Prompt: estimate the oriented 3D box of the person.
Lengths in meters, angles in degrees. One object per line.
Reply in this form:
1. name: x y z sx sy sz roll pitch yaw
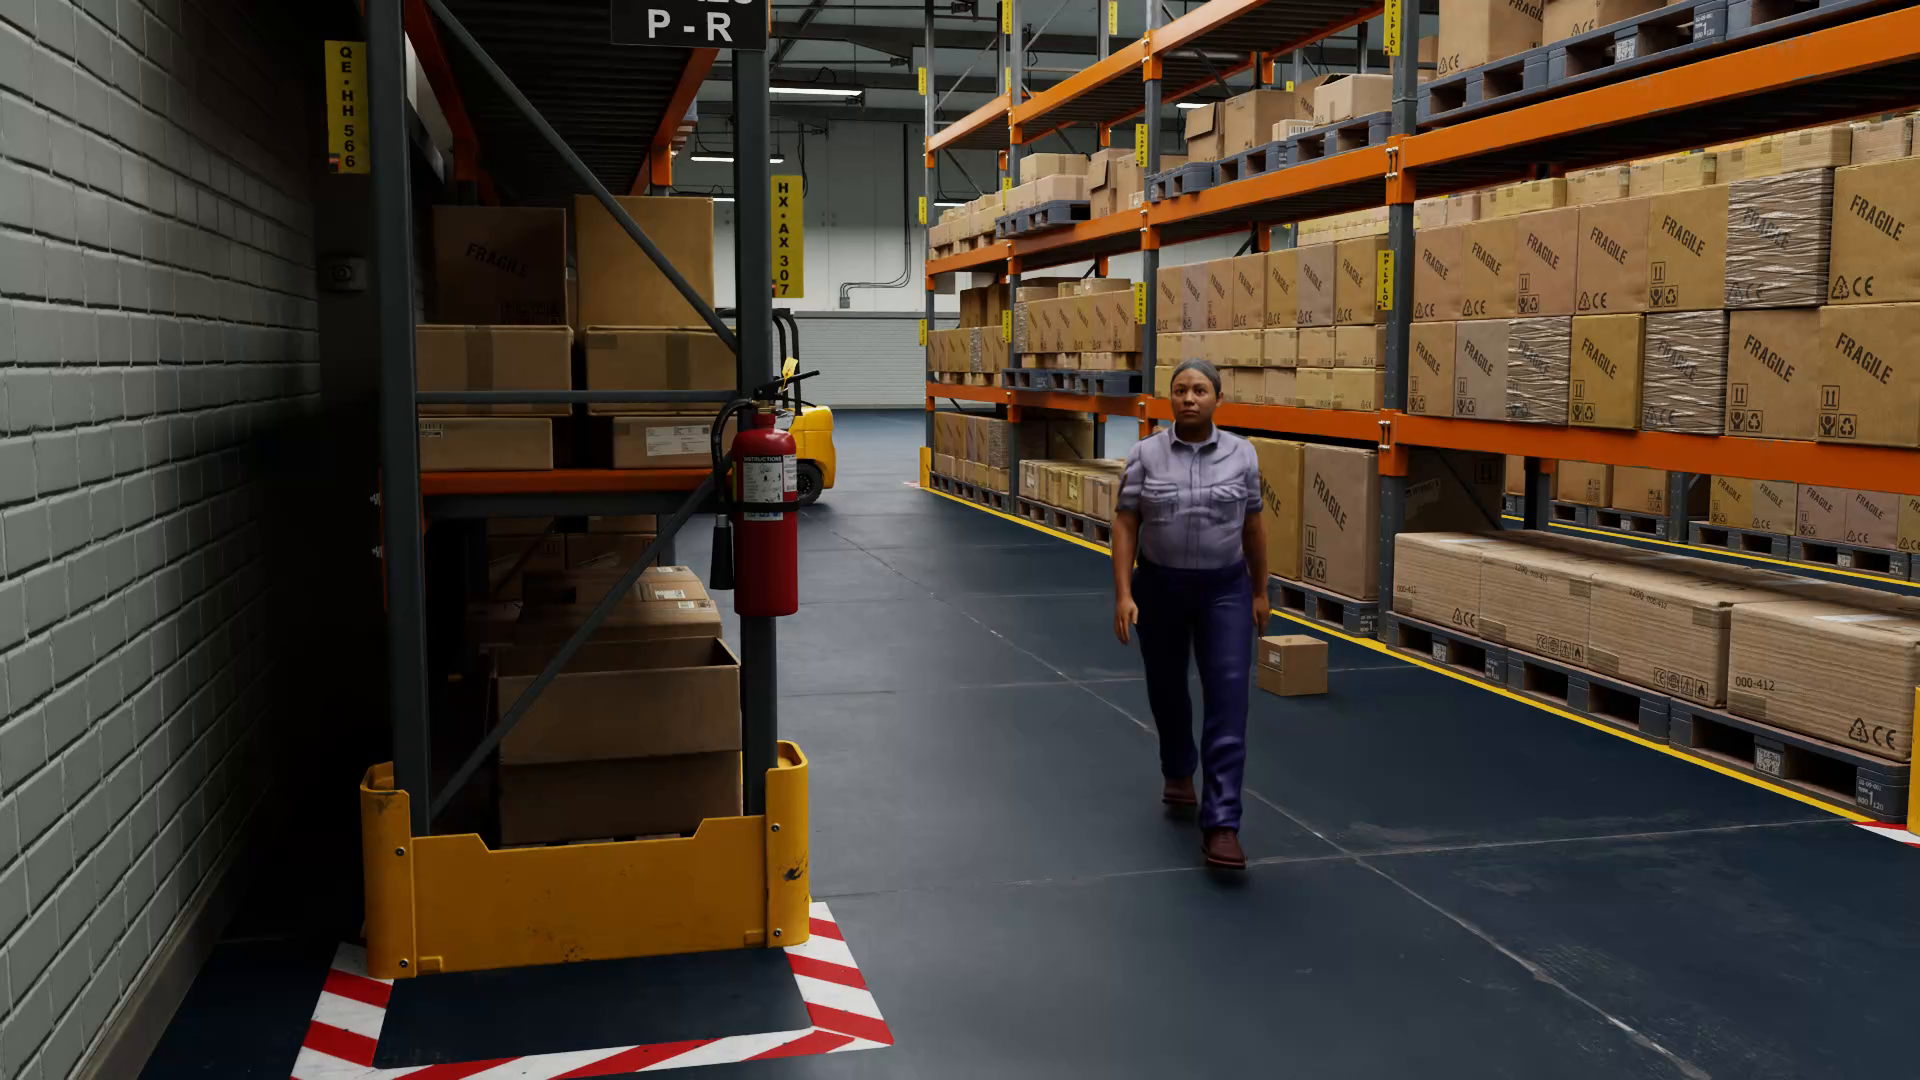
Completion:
1. person: 0.754 0.187 5.485 0.512 1.571 1.054 1 6 13
